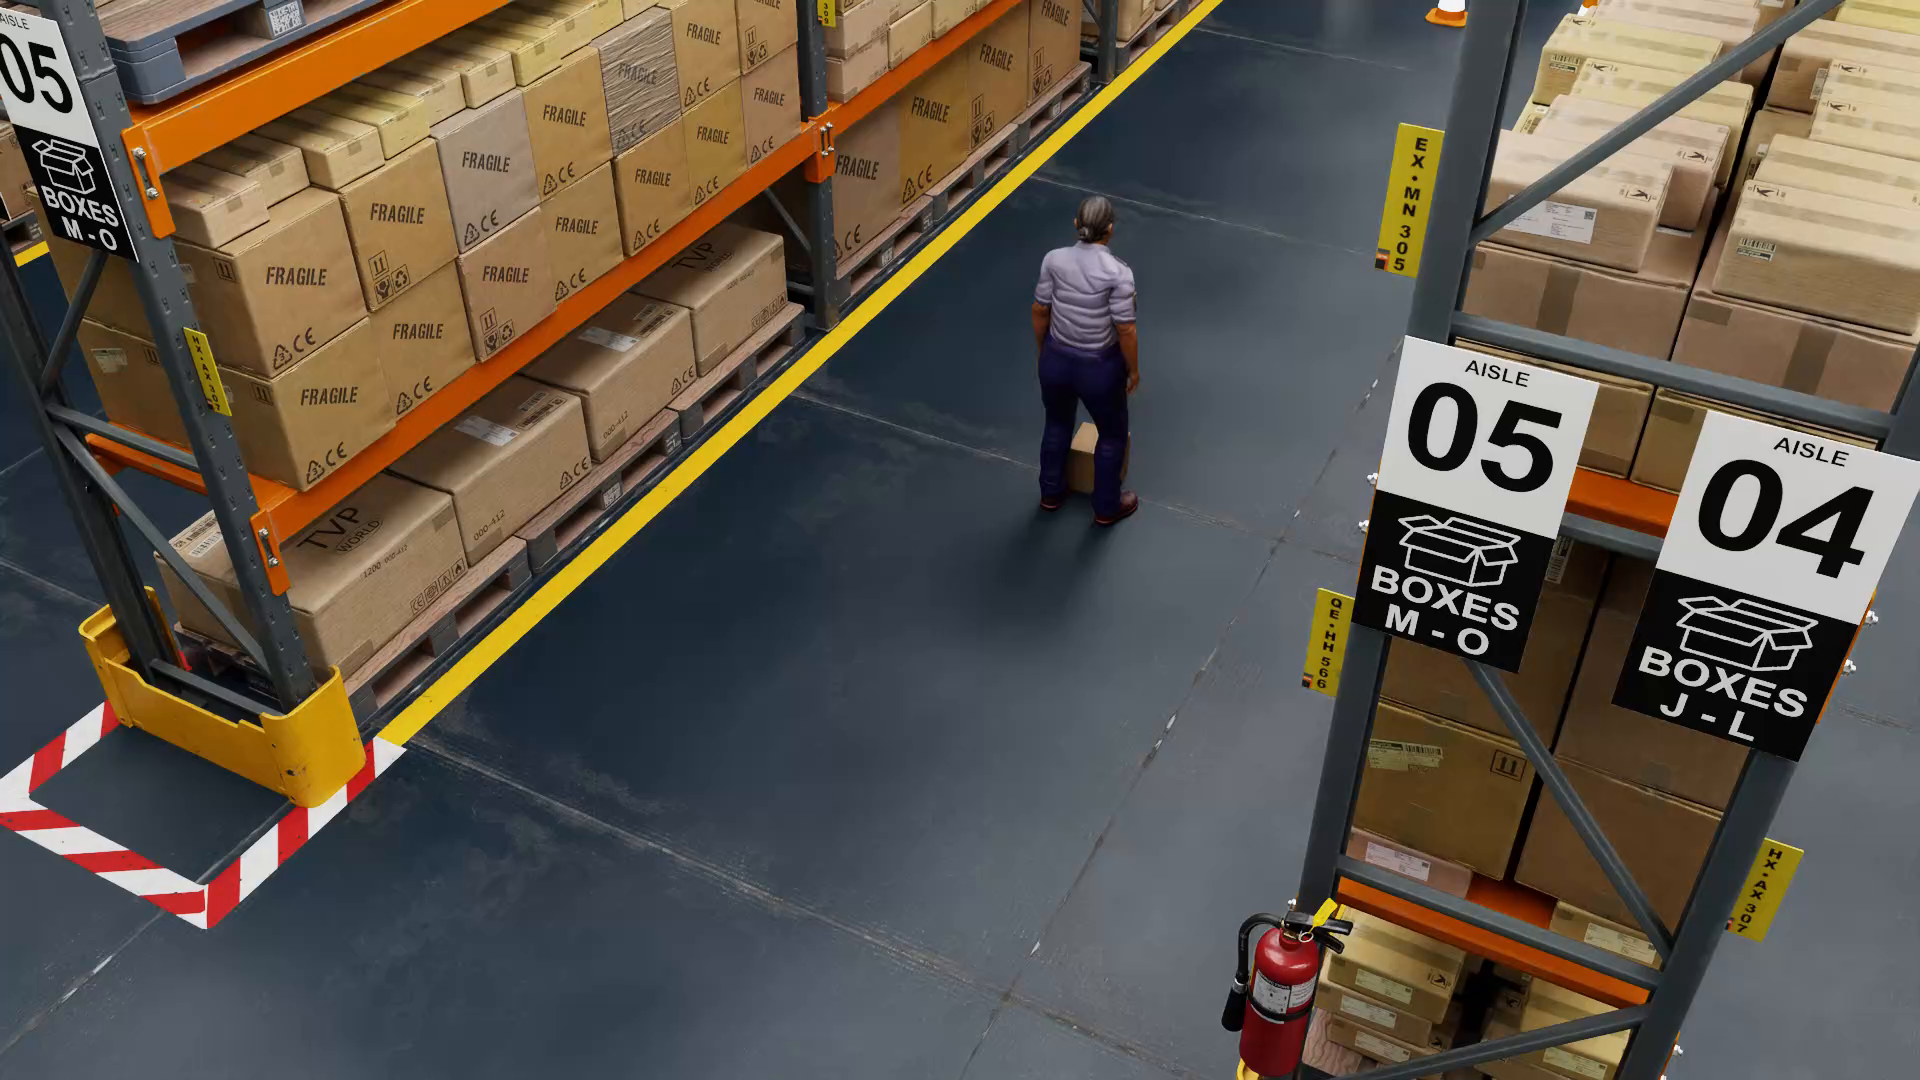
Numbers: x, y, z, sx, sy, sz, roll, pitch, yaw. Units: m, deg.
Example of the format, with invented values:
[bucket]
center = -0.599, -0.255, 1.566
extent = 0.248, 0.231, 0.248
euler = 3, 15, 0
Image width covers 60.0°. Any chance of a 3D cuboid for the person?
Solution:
[person]
center = 0.600, -0.831, 7.810
extent = 0.539, 1.652, 0.334
euler = 18, 42, 21
